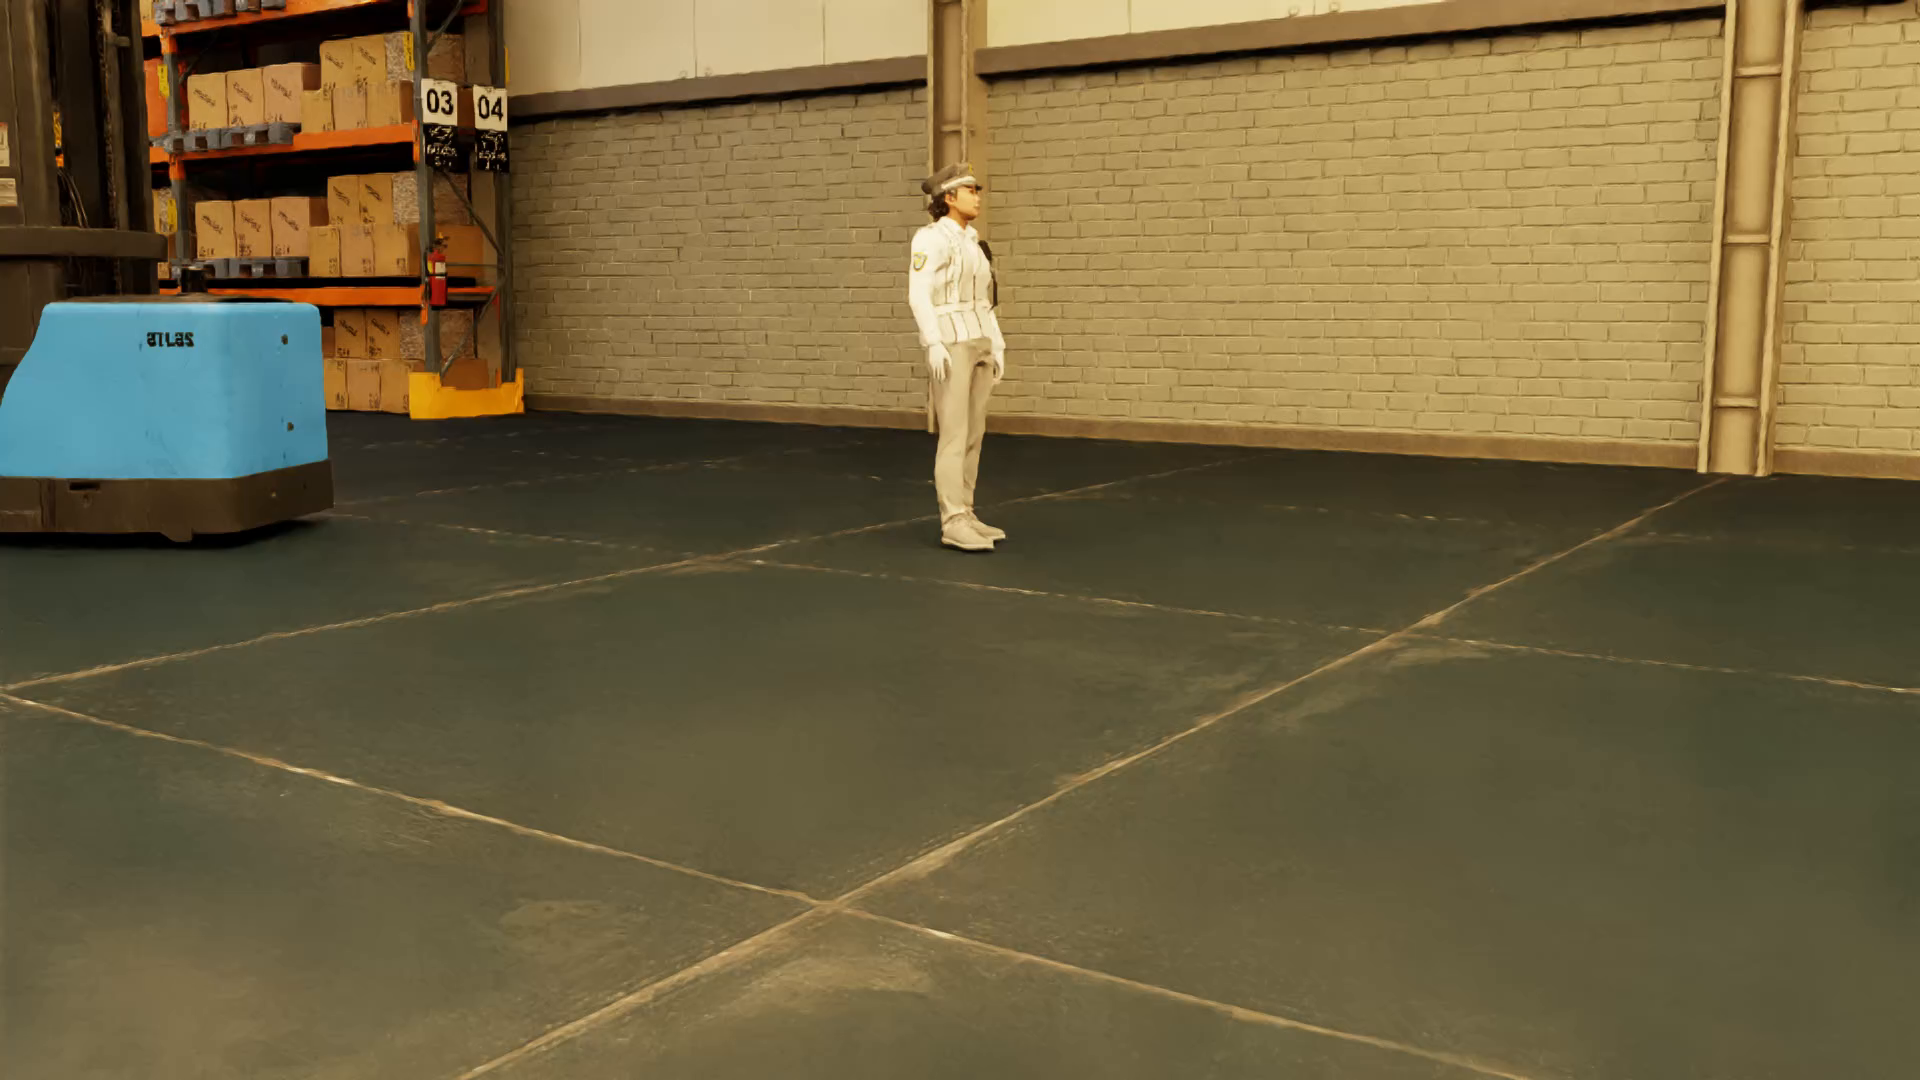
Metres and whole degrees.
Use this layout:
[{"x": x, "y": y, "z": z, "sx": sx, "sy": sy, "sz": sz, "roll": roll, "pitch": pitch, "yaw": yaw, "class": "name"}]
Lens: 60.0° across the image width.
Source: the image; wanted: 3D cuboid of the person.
[{"x": 0.052, "y": -0.840, "z": 7.440, "sx": 0.532, "sy": 1.695, "sz": 0.586, "roll": 5, "pitch": 10, "yaw": 34, "class": "person"}]

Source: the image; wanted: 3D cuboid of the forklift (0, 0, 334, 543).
[{"x": -4.644, "y": -1.498, "z": 7.725, "sx": 3.031, "sy": 2.935, "sz": 1.130, "roll": 1, "pitch": 8, "yaw": 5, "class": "forklift"}]
